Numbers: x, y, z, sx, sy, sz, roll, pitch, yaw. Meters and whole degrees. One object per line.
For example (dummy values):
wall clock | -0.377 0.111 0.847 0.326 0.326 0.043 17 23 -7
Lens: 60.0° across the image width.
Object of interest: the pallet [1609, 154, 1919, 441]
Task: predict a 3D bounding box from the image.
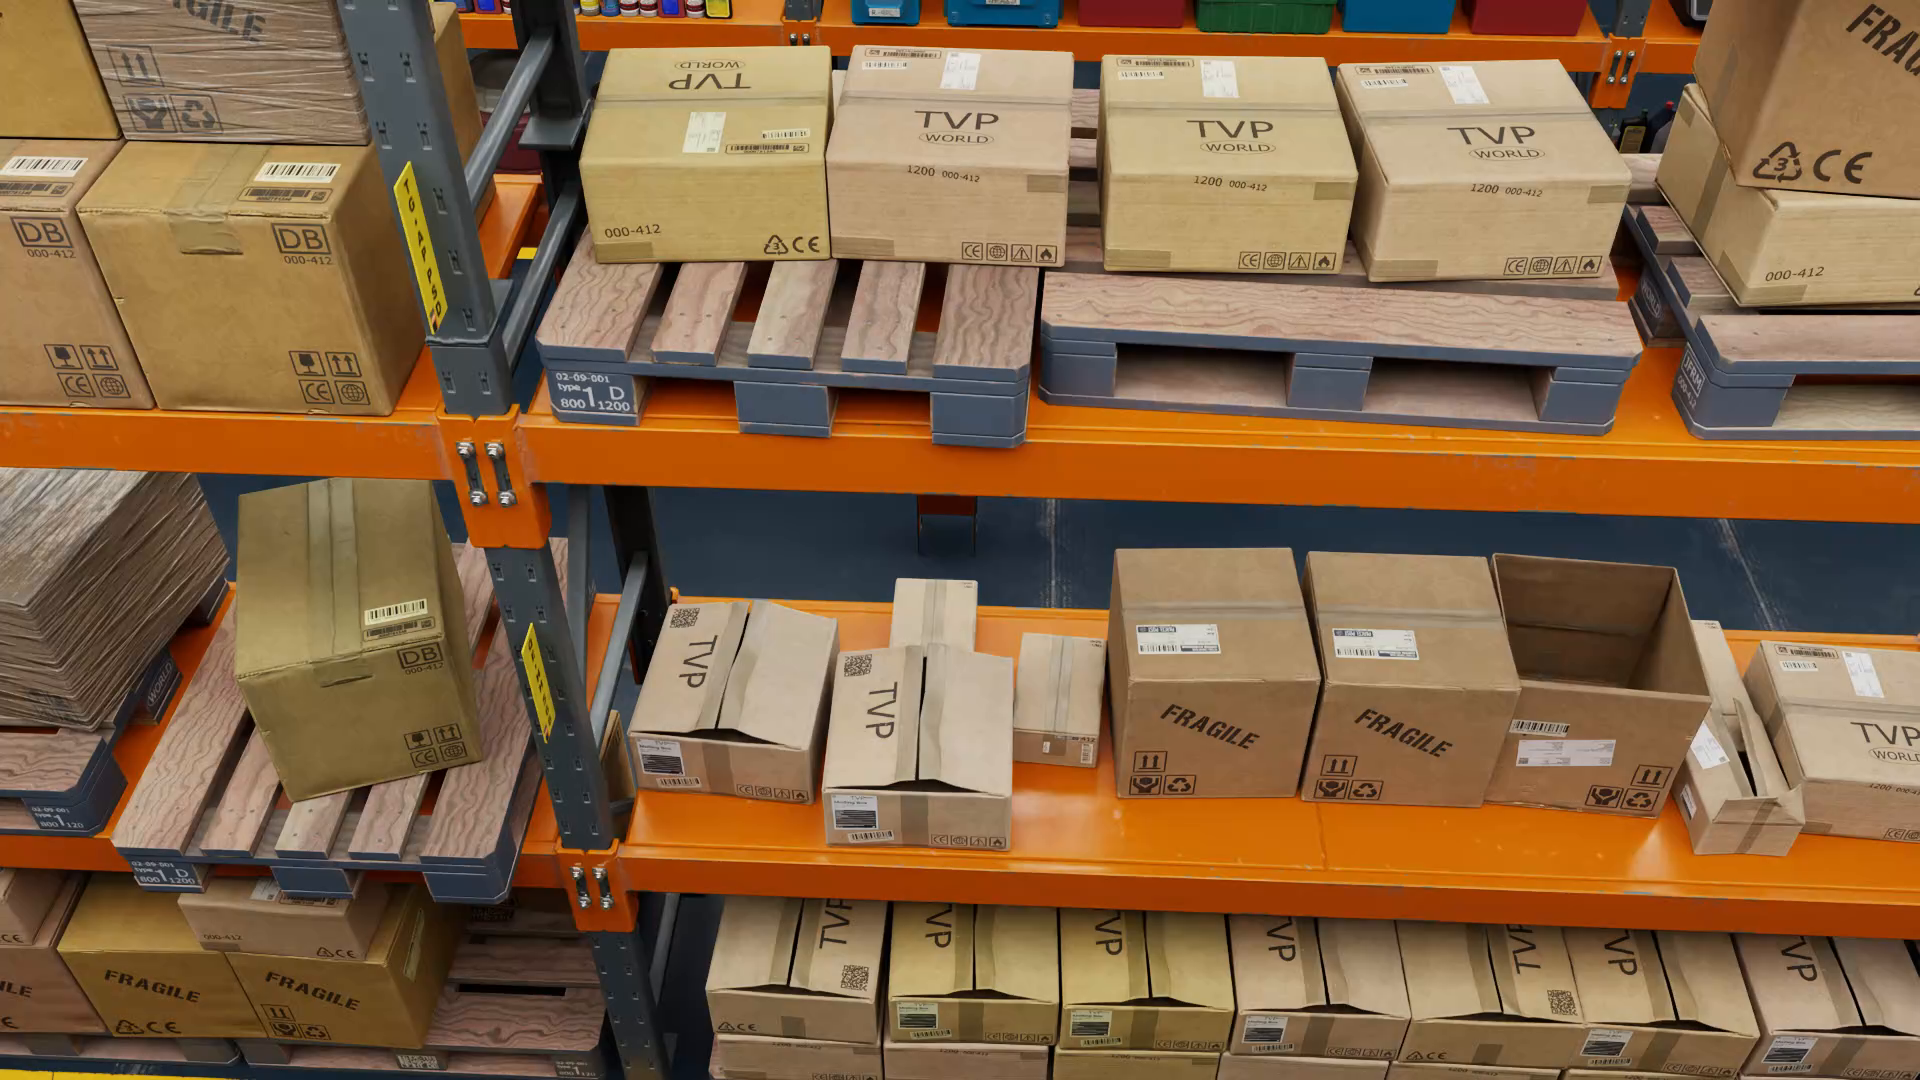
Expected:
pallet | 2.124 -0.555 3.670 1.217 0.209 0.805 0 43 0

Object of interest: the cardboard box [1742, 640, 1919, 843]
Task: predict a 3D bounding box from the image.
cardboard box | 2.512 0.561 4.643 0.500 0.250 0.500 4 43 5

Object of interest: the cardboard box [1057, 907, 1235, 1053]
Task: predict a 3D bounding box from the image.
cardboard box | 0.554 1.259 5.081 0.500 0.311 0.500 1 43 1

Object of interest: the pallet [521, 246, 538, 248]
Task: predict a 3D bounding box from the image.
pallet | -2.769 -2.019 9.348 1.213 0.211 1.003 2 43 2

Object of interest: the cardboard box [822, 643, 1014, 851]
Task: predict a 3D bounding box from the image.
cardboard box | -0.106 0.560 4.599 0.500 0.311 0.500 1 43 1

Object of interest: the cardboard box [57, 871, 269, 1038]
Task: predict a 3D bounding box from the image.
cardboard box | -2.452 1.237 5.318 0.500 0.500 0.500 0 43 0

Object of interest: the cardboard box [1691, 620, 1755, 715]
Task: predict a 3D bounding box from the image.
cardboard box | 2.130 0.417 4.872 0.250 0.149 0.380 2 43 2

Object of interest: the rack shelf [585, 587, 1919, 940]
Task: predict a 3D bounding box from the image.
rack shelf | 1.008 0.693 4.919 4.000 0.370 1.077 2 43 2

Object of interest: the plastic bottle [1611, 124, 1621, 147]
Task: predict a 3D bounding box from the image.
plastic bottle | 3.609 -2.220 9.248 0.097 0.201 0.097 0 43 0

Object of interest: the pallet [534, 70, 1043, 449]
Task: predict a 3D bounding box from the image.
pallet | -0.308 -0.700 3.824 1.003 0.211 1.213 4 43 4

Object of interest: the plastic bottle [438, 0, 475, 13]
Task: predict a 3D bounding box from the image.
plastic bottle | -2.486 -2.777 8.152 0.185 0.351 0.144 2 43 2

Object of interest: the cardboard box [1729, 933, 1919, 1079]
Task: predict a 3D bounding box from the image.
cardboard box | 2.588 1.321 5.014 0.500 0.311 0.500 2 43 2

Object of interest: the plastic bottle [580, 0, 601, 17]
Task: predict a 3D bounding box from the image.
plastic bottle | -1.824 -2.686 8.164 0.097 0.201 0.097 0 43 0

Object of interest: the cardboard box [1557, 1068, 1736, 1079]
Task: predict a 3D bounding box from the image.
cardboard box | 2.073 1.511 5.221 0.500 0.250 0.500 1 43 1

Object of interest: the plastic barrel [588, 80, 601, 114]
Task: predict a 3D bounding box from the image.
plastic barrel | -1.821 -2.208 9.022 0.421 0.512 0.421 0 43 0

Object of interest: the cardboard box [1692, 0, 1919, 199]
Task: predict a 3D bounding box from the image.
cardboard box | 1.821 -1.027 3.289 0.500 0.500 0.500 6 43 6

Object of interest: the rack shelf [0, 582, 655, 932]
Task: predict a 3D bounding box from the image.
rack shelf | -2.988 0.570 5.051 4.000 0.370 1.077 2 43 2

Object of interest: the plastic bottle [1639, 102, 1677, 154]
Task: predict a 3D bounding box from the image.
plastic bottle | 3.889 -2.250 9.171 0.185 0.351 0.144 1 43 1

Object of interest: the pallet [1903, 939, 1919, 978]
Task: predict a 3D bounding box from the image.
pallet | 3.798 1.564 5.501 1.213 0.211 1.003 2 43 2

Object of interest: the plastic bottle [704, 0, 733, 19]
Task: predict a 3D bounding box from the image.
plastic bottle | -1.187 -2.684 8.101 0.133 0.283 0.061 2 43 2

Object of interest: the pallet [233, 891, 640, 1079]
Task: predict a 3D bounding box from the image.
pallet | -1.734 1.340 5.742 1.213 0.211 1.003 2 43 2

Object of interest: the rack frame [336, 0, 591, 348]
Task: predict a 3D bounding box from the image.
rack frame | -0.990 -1.827 2.695 0.127 3.000 1.000 2 43 2

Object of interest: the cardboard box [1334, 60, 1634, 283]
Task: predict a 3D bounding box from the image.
cardboard box | 1.098 -0.806 3.601 0.500 0.250 0.500 -2 43 -2

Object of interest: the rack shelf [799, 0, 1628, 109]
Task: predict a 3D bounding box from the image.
rack shelf | 1.234 -2.680 8.539 4.000 0.370 1.077 2 43 2

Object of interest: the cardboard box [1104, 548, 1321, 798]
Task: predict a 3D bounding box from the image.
cardboard box | 0.687 0.372 4.662 0.500 0.500 0.500 0 43 0

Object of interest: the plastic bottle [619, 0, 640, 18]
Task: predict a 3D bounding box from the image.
plastic bottle | -1.629 -2.680 8.157 0.097 0.201 0.097 0 43 0

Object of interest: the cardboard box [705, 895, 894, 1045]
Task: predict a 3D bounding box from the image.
cardboard box | -0.480 1.232 5.110 0.500 0.311 0.500 3 43 3

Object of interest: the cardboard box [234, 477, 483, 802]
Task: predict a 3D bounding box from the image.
cardboard box | -1.625 0.235 4.501 0.500 0.500 0.700 -12 44 -12

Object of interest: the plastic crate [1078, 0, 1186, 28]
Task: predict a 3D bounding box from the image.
plastic crate | 0.837 -2.770 8.061 0.583 0.464 0.402 2 43 2

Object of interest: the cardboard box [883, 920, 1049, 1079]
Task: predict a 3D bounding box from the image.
cardboard box | 0.022 1.452 5.286 0.500 0.250 0.500 1 43 1

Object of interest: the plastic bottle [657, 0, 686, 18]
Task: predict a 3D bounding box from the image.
plastic bottle | -1.417 -2.691 8.109 0.133 0.283 0.061 2 43 2

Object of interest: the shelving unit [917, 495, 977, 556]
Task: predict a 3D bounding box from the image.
shelving unit | -0.053 -0.386 6.979 0.252 1.050 0.215 2 43 2

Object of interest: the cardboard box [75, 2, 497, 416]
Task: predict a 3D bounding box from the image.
cardboard box | -1.428 -0.756 3.673 0.500 0.500 0.910 2 43 2

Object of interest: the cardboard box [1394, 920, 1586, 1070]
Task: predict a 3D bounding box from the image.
cardboard box | 1.570 1.292 5.045 0.500 0.311 0.500 2 43 2

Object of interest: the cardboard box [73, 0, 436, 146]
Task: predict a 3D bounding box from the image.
cardboard box | -1.426 -1.149 3.361 0.500 0.500 0.500 2 43 2

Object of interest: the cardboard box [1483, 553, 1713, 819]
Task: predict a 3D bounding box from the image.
cardboard box | 1.713 0.404 4.628 0.500 0.500 0.500 5 43 5

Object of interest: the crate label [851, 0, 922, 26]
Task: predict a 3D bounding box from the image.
crate label | -0.360 -2.675 8.129 0.416 0.233 0.303 2 43 2

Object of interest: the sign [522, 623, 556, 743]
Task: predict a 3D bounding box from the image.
sign | -1.005 0.343 3.975 0.005 0.325 0.100 2 43 2

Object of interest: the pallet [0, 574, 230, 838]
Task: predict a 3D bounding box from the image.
pallet | -2.933 0.382 4.866 1.213 0.211 1.003 2 43 2

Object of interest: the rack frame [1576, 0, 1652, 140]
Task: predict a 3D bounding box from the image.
rack frame | 3.232 -2.882 8.228 0.127 3.000 1.000 2 43 2

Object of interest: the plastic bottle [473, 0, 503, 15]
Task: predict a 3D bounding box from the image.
plastic bottle | -2.329 -2.719 8.139 0.133 0.283 0.061 2 43 2

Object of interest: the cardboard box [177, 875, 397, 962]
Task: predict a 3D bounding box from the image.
cardboard box | -1.992 0.980 5.044 0.500 0.250 0.500 3 43 4

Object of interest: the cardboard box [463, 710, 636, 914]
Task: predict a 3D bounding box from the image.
cardboard box | -1.432 0.913 5.665 0.500 0.500 0.500 3 43 4

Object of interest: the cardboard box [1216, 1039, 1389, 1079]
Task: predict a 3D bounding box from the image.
cardboard box | 1.054 1.479 5.256 0.500 0.250 0.500 3 43 3

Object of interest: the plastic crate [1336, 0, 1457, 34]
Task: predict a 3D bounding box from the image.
plastic crate | 2.116 -2.698 8.043 0.575 0.384 0.392 2 43 2

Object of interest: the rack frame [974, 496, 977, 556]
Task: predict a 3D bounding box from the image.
rack frame | 0.068 -0.382 6.975 0.008 1.050 0.200 2 43 2

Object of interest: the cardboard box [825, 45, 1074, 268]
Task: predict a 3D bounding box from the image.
cardboard box | -0.010 -0.849 3.647 0.500 0.250 0.500 3 43 3

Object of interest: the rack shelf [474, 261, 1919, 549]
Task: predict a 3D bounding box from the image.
rack shelf | 1.008 -0.405 3.896 4.000 0.370 1.077 2 43 2
